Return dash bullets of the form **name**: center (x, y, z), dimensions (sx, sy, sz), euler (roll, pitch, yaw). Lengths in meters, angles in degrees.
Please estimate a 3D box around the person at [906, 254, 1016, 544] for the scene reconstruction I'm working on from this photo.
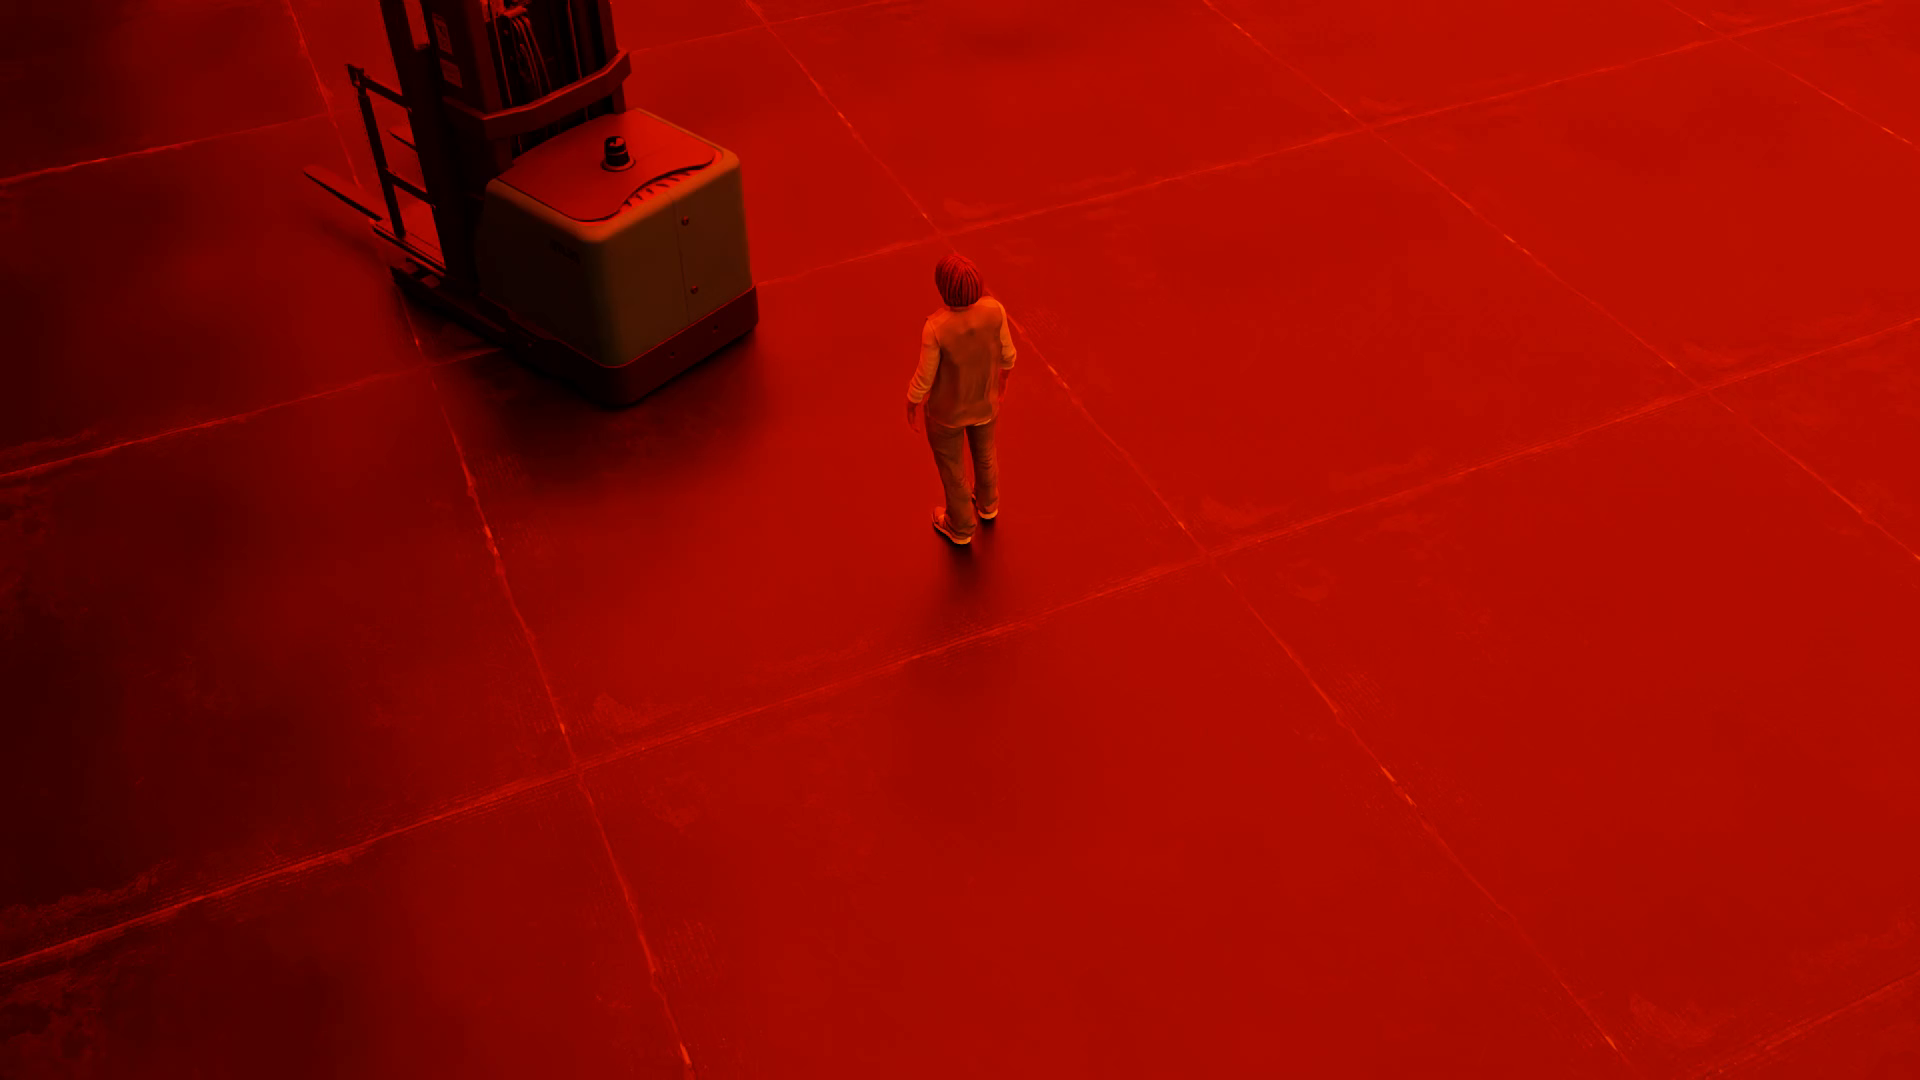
- **person**: center (-0.019, -0.639, 7.333), dimensions (0.521, 1.599, 0.473), euler (-18, 46, -18)

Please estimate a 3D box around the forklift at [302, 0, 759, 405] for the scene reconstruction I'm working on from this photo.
- **forklift**: center (-2.536, -2.616, 8.483), dimensions (3.031, 2.935, 1.130), euler (30, 51, 28)
